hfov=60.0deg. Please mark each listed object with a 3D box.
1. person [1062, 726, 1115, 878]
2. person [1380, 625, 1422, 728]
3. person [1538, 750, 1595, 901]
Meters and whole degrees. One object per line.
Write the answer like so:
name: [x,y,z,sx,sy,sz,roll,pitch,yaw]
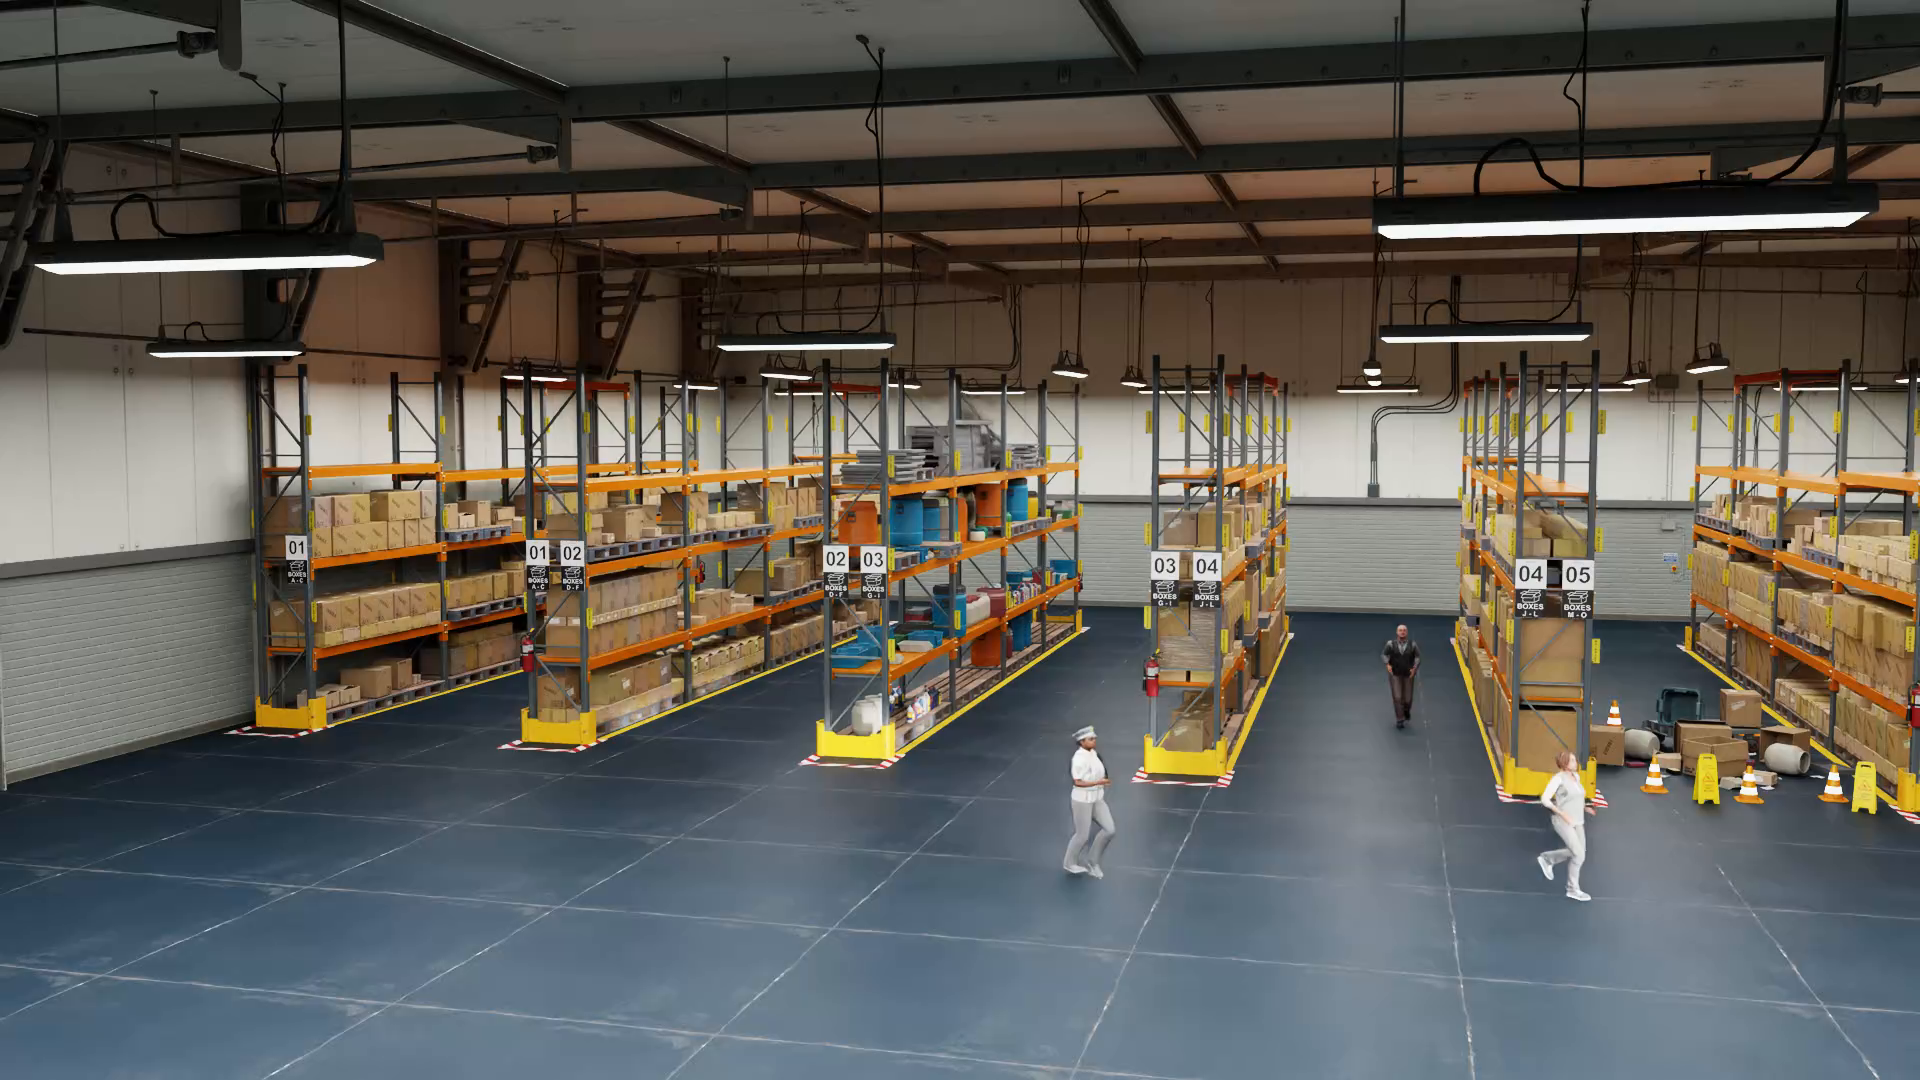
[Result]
person: [1.443,2.900,18.361,0.667,1.728,0.558,3,5,38]
person: [7.341,2.254,27.684,0.674,1.696,0.624,1,4,14]
person: [6.413,3.005,17.671,0.542,1.552,0.680,-3,5,-36]
